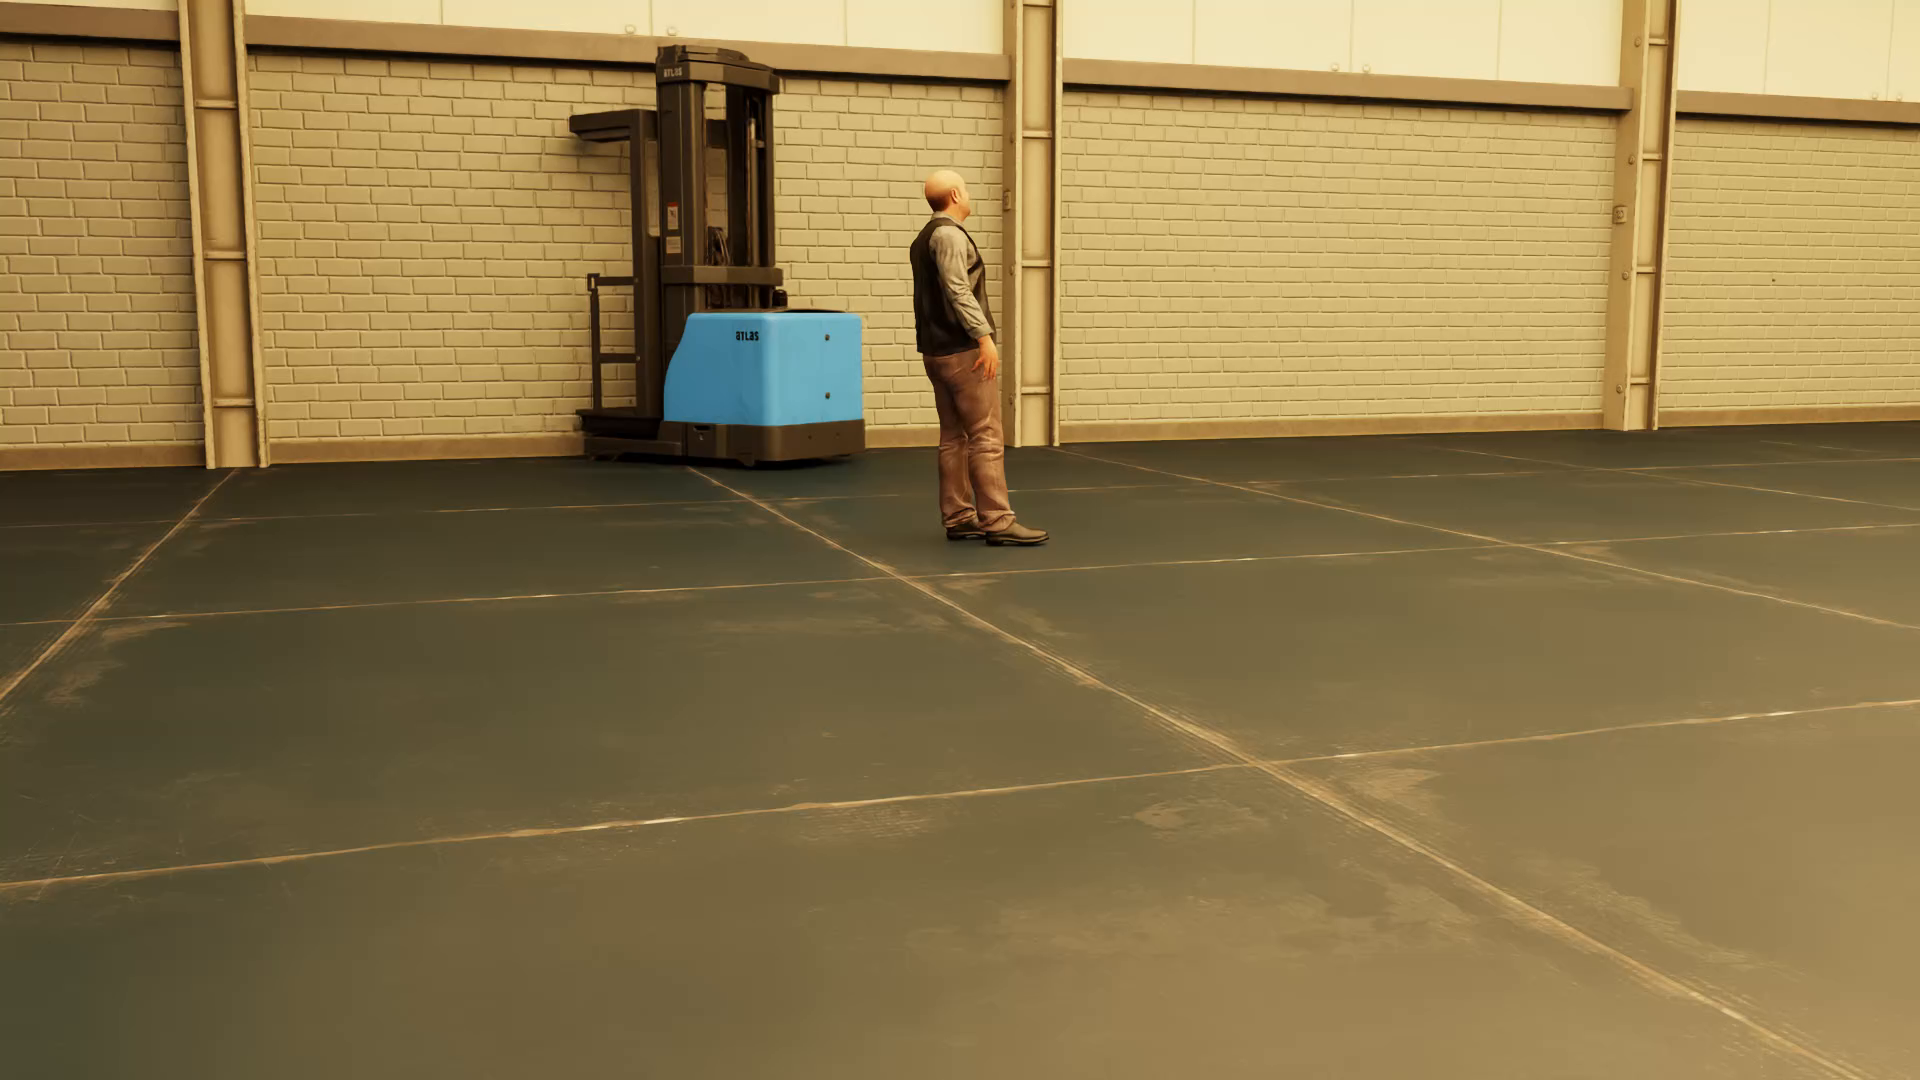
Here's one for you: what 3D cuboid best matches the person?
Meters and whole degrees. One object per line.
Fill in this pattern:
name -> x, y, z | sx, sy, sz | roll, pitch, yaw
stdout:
person -> 0.061, -0.862, 7.819 | 0.568, 1.720, 0.632 | -3, 8, -18

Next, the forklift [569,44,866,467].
forklift -> -2.175, -2.089, 12.406 | 3.031, 2.935, 1.130 | 6, 10, 36
